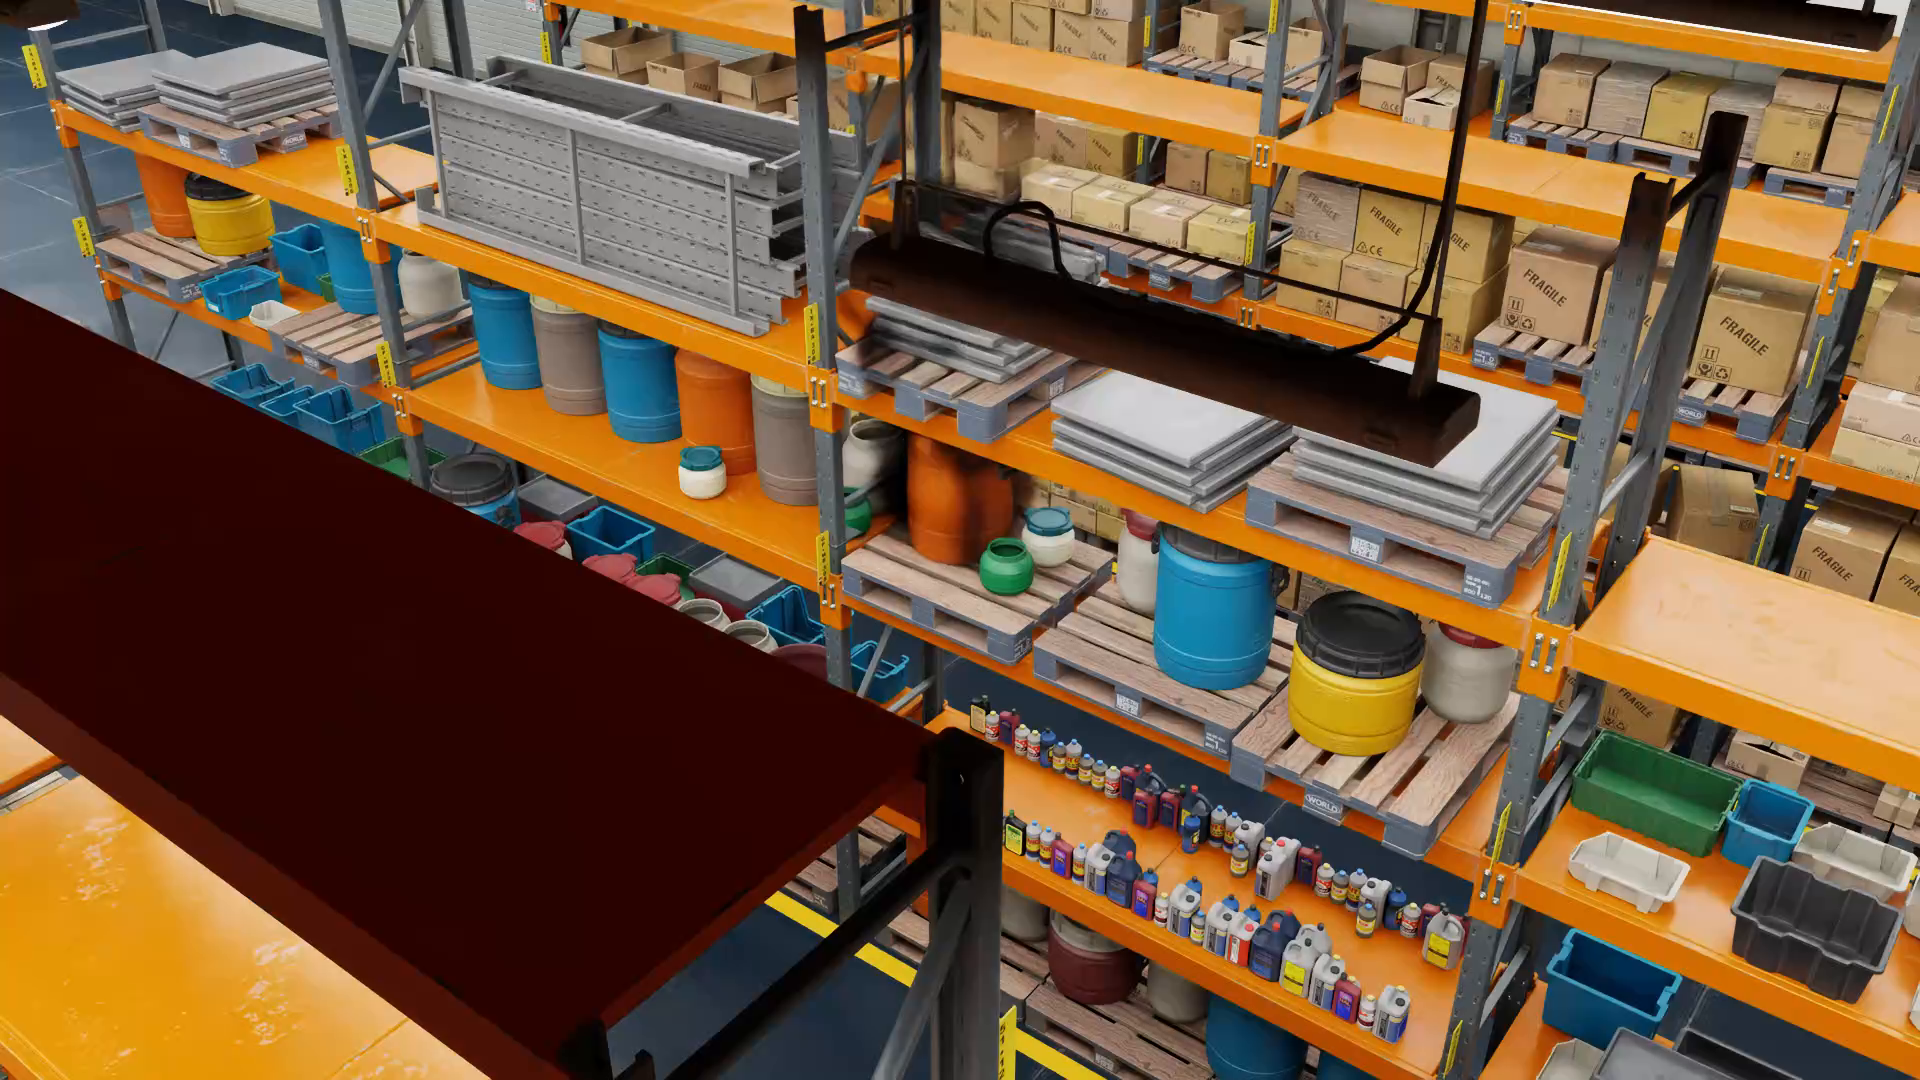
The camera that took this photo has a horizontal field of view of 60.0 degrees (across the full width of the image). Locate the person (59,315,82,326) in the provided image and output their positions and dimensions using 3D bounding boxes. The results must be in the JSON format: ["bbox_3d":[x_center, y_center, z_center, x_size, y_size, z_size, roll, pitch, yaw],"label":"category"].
[{"bbox_3d":[-8.352,-1.335,15.864,0.725,1.721,0.555,-8,32,-13],"label":"person"}]
